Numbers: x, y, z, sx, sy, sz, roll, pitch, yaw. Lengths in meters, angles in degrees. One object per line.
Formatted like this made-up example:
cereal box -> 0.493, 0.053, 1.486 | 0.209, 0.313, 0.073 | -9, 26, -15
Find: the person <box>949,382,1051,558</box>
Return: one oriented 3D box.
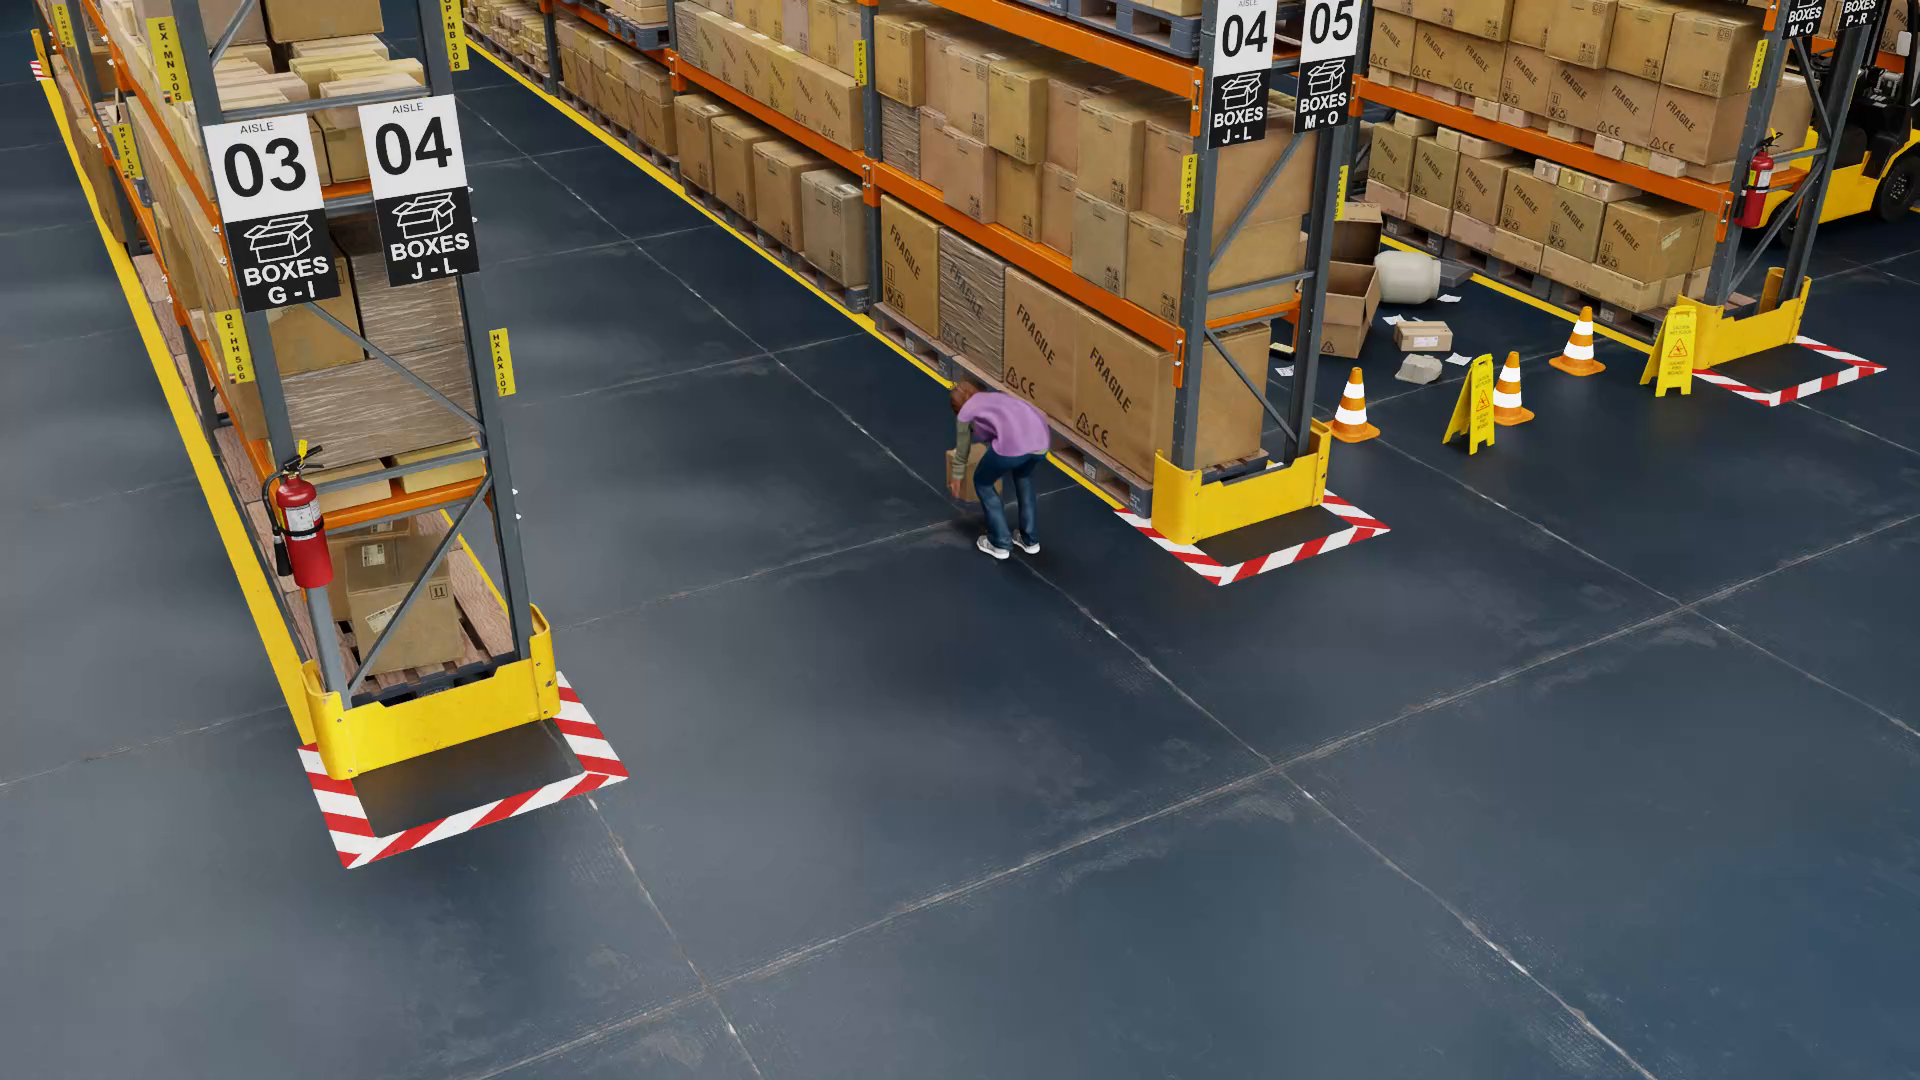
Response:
person -> 0.206, -0.441, 9.970 | 0.396, 0.980, 0.871 | -17, 34, -28
